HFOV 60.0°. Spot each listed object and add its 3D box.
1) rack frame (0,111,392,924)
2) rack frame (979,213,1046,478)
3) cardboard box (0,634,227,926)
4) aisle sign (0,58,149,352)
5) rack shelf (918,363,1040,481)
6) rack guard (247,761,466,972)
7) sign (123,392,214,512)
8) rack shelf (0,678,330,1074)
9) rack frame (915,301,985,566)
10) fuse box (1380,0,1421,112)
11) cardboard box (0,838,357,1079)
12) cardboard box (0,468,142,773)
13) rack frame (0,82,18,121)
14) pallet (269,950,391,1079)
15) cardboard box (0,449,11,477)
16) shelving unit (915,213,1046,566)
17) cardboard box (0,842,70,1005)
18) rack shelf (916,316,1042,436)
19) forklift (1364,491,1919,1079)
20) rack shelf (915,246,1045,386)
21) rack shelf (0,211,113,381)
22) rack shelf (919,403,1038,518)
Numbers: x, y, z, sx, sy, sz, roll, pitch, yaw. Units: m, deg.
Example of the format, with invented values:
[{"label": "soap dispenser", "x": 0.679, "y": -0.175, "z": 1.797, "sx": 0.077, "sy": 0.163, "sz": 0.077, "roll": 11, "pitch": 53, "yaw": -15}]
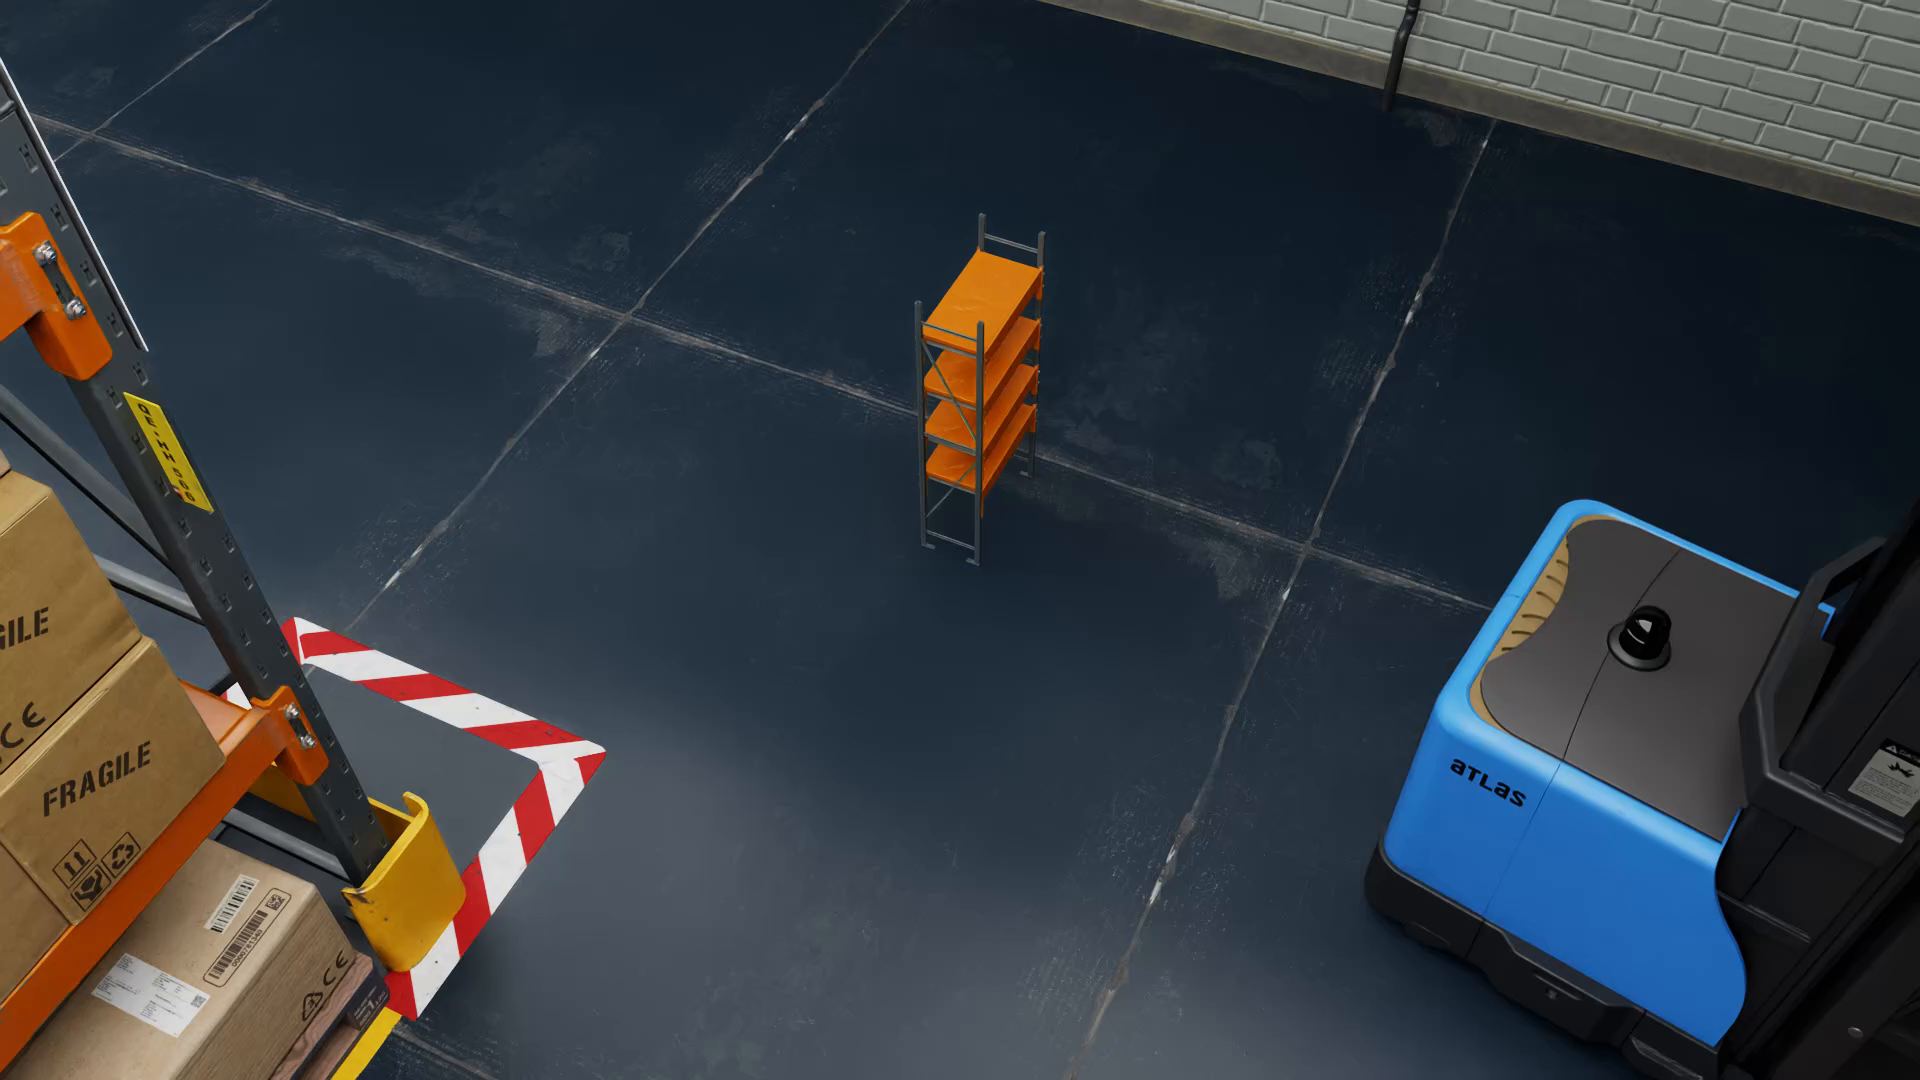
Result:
[{"label": "rack frame", "x": -2.160, "y": 0.083, "z": 4.210, "sx": 1.000, "sy": 3.000, "sz": 0.127, "roll": 20, "pitch": 52, "yaw": 16}, {"label": "rack frame", "x": 0.175, "y": -0.671, "z": 6.033, "sx": 0.240, "sy": 1.200, "sz": 0.015, "roll": 20, "pitch": 52, "yaw": 16}, {"label": "cardboard box", "x": -2.127, "y": 0.469, "z": 3.816, "sx": 0.500, "sy": 0.500, "sz": 0.500, "roll": 20, "pitch": 53, "yaw": 16}, {"label": "aisle sign", "x": -1.849, "y": -0.708, "z": 3.176, "sx": 0.394, "sy": 0.787, "sz": 0.004, "roll": 20, "pitch": 52, "yaw": 16}, {"label": "rack shelf", "x": 0.071, "y": -0.459, "z": 5.941, "sx": 0.258, "sy": 0.148, "sz": 0.480, "roll": 20, "pitch": 52, "yaw": 16}, {"label": "rack guard", "x": -2.150, "y": 0.877, "z": 5.176, "sx": 1.175, "sy": 0.500, "sz": 0.348, "roll": 20, "pitch": 52, "yaw": 16}, {"label": "sign", "x": -1.675, "y": -0.183, "z": 3.520, "sx": 0.100, "sy": 0.325, "sz": 0.005, "roll": 20, "pitch": 52, "yaw": 16}, {"label": "rack shelf", "x": -3.014, "y": 1.694, "z": 3.312, "sx": 1.077, "sy": 0.370, "sz": 4.000, "roll": 20, "pitch": 52, "yaw": 16}, {"label": "rack frame", "x": -0.034, "y": -0.335, "z": 5.747, "sx": 0.240, "sy": 1.200, "sz": 0.015, "roll": 20, "pitch": 52, "yaw": 16}, {"label": "fuse box", "x": 2.065, "y": -2.606, "z": 7.344, "sx": 0.539, "sy": 1.711, "sz": 0.414, "roll": 20, "pitch": 52, "yaw": 16}, {"label": "cardboard box", "x": -2.351, "y": 1.265, "z": 4.611, "sx": 0.875, "sy": 0.438, "sz": 0.875, "roll": 18, "pitch": 52, "yaw": 15}, {"label": "cardboard box", "x": -2.150, "y": 0.136, "z": 3.442, "sx": 0.500, "sy": 0.500, "sz": 0.500, "roll": 21, "pitch": 53, "yaw": 17}, {"label": "rack frame", "x": -2.160, "y": -1.861, "z": 1.925, "sx": 1.000, "sy": 3.000, "sz": 0.127, "roll": 20, "pitch": 52, "yaw": 16}, {"label": "pallet", "x": -2.431, "y": 1.563, "z": 4.781, "sx": 1.003, "sy": 0.211, "sz": 1.213, "roll": 20, "pitch": 52, "yaw": 16}, {"label": "cardboard box", "x": -2.132, "y": -0.171, "z": 3.278, "sx": 0.380, "sy": 0.149, "sz": 0.250, "roll": 20, "pitch": 53, "yaw": 17}, {"label": "shelving unit", "x": 0.071, "y": -0.503, "z": 5.890, "sx": 0.258, "sy": 1.200, "sz": 0.503, "roll": 20, "pitch": 52, "yaw": 16}, {"label": "cardboard box", "x": -2.355, "y": 0.810, "z": 3.526, "sx": 0.500, "sy": 0.500, "sz": 0.500, "roll": 19, "pitch": 52, "yaw": 15}, {"label": "rack shelf", "x": 0.071, "y": -0.604, "z": 5.771, "sx": 0.258, "sy": 0.148, "sz": 0.480, "roll": 20, "pitch": 52, "yaw": 16}, {"label": "forklift", "x": 2.768, "y": 0.551, "z": 3.857, "sx": 3.031, "sy": 2.935, "sz": 1.130, "roll": 28, "pitch": 55, "yaw": 22}, {"label": "rack shelf", "x": 0.071, "y": -0.757, "z": 5.591, "sx": 0.258, "sy": 0.148, "sz": 0.480, "roll": 20, "pitch": 52, "yaw": 16}, {"label": "rack shelf", "x": -3.014, "y": 0.722, "z": 2.169, "sx": 1.077, "sy": 0.370, "sz": 4.000, "roll": 20, "pitch": 52, "yaw": 16}, {"label": "rack shelf", "x": 0.071, "y": -0.331, "z": 6.092, "sx": 0.258, "sy": 0.148, "sz": 0.480, "roll": 20, "pitch": 52, "yaw": 16}]
